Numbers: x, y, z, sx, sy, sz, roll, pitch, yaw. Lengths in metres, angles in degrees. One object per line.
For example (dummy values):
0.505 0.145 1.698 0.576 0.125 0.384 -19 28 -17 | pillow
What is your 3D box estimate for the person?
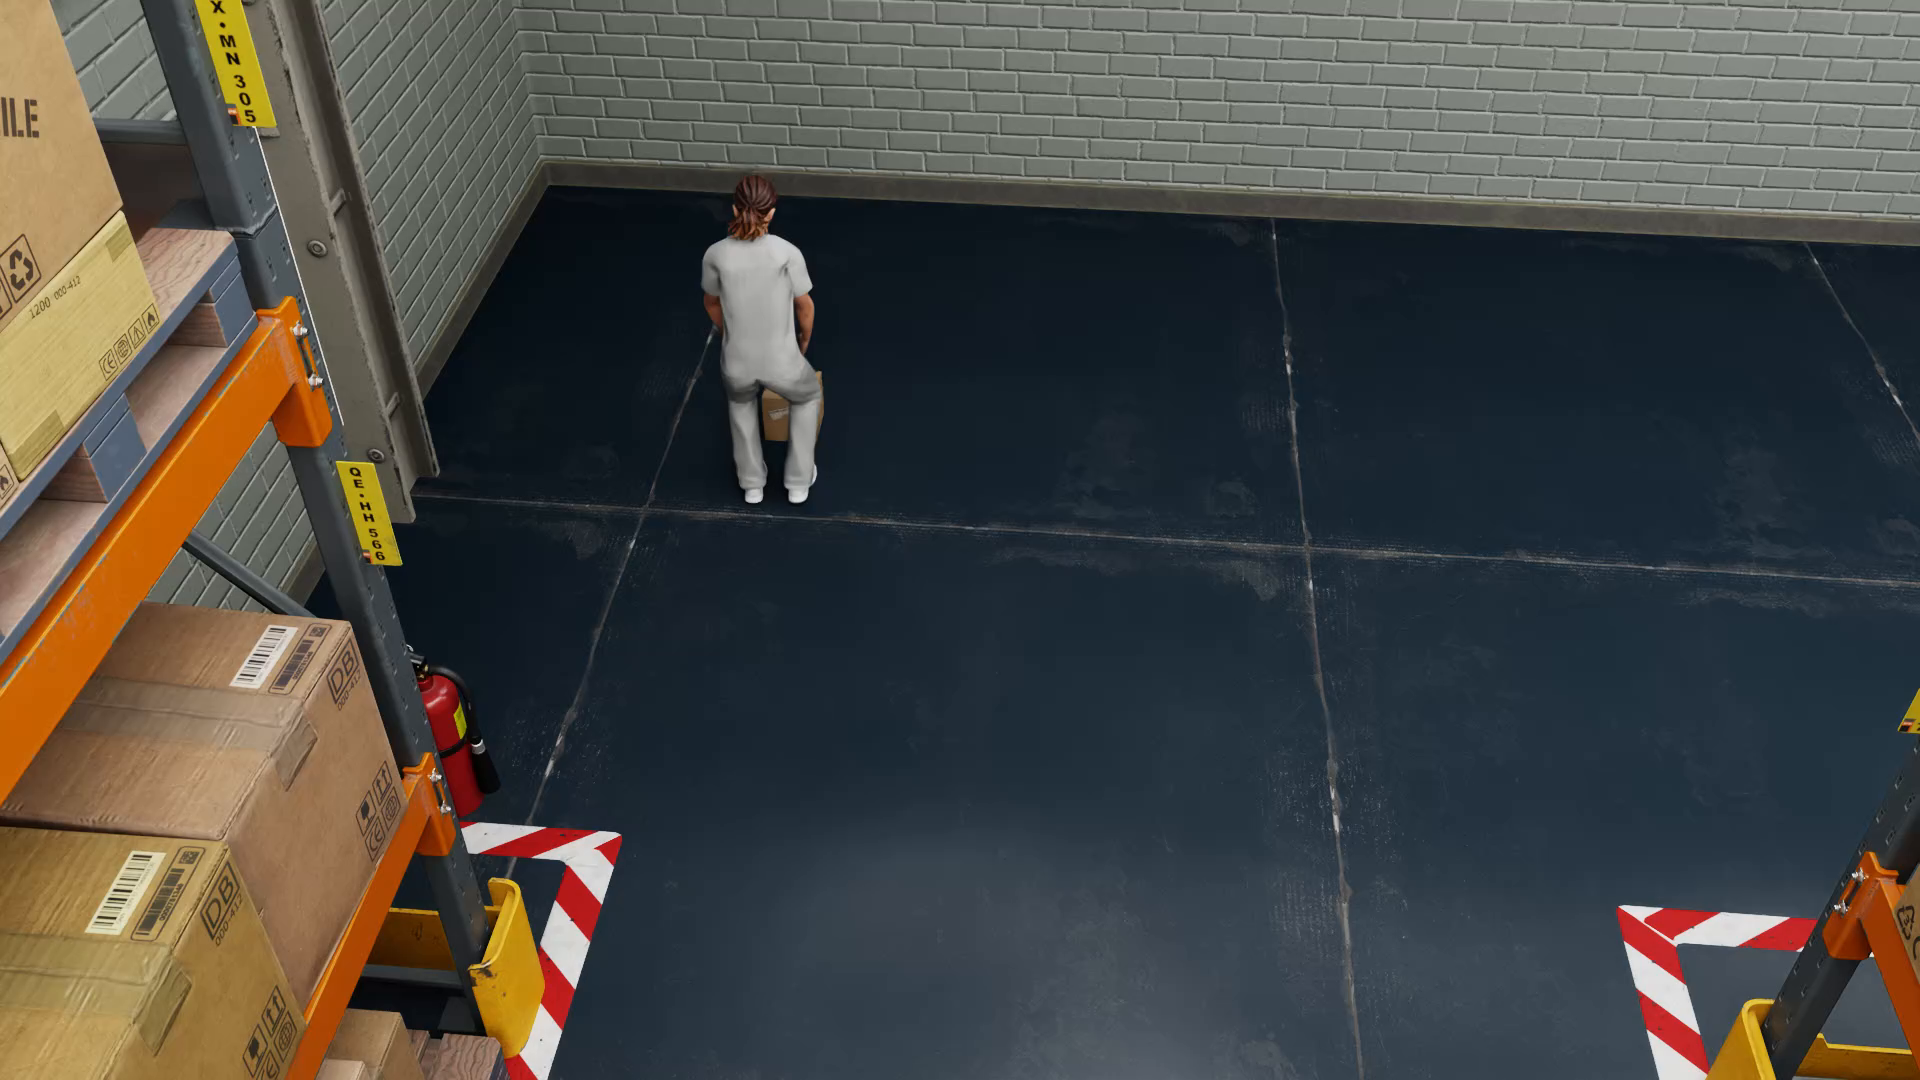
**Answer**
-0.876 -0.837 7.296 0.486 1.493 0.553 4 40 4 | person
